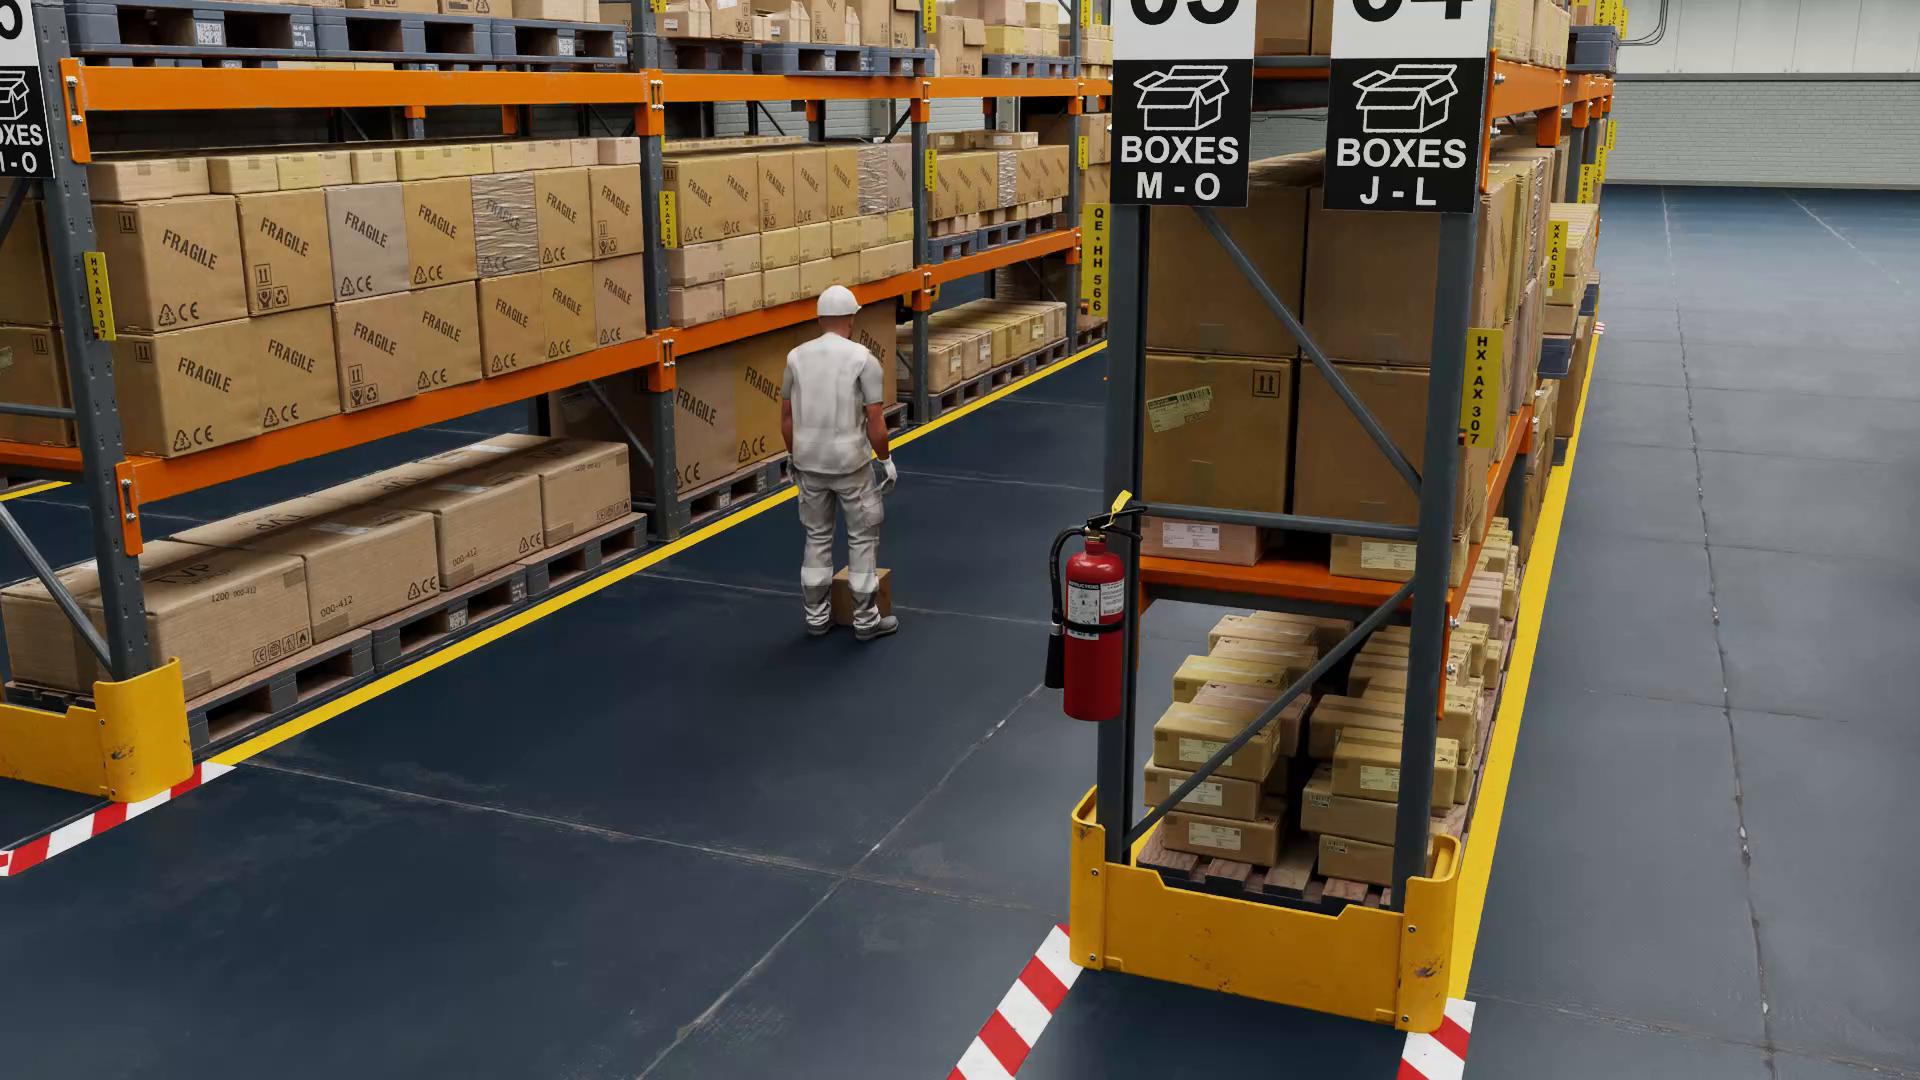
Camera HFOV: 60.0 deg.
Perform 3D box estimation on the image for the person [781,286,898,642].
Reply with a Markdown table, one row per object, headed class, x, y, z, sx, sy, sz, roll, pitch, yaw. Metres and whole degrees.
| class | x | y | z | sx | sy | sz | roll | pitch | yaw |
| --- | --- | --- | --- | --- | --- | --- | --- | --- | --- |
| person | -0.611 | -0.382 | 8.393 | 0.609 | 1.780 | 0.448 | 6 | 16 | 21 |
